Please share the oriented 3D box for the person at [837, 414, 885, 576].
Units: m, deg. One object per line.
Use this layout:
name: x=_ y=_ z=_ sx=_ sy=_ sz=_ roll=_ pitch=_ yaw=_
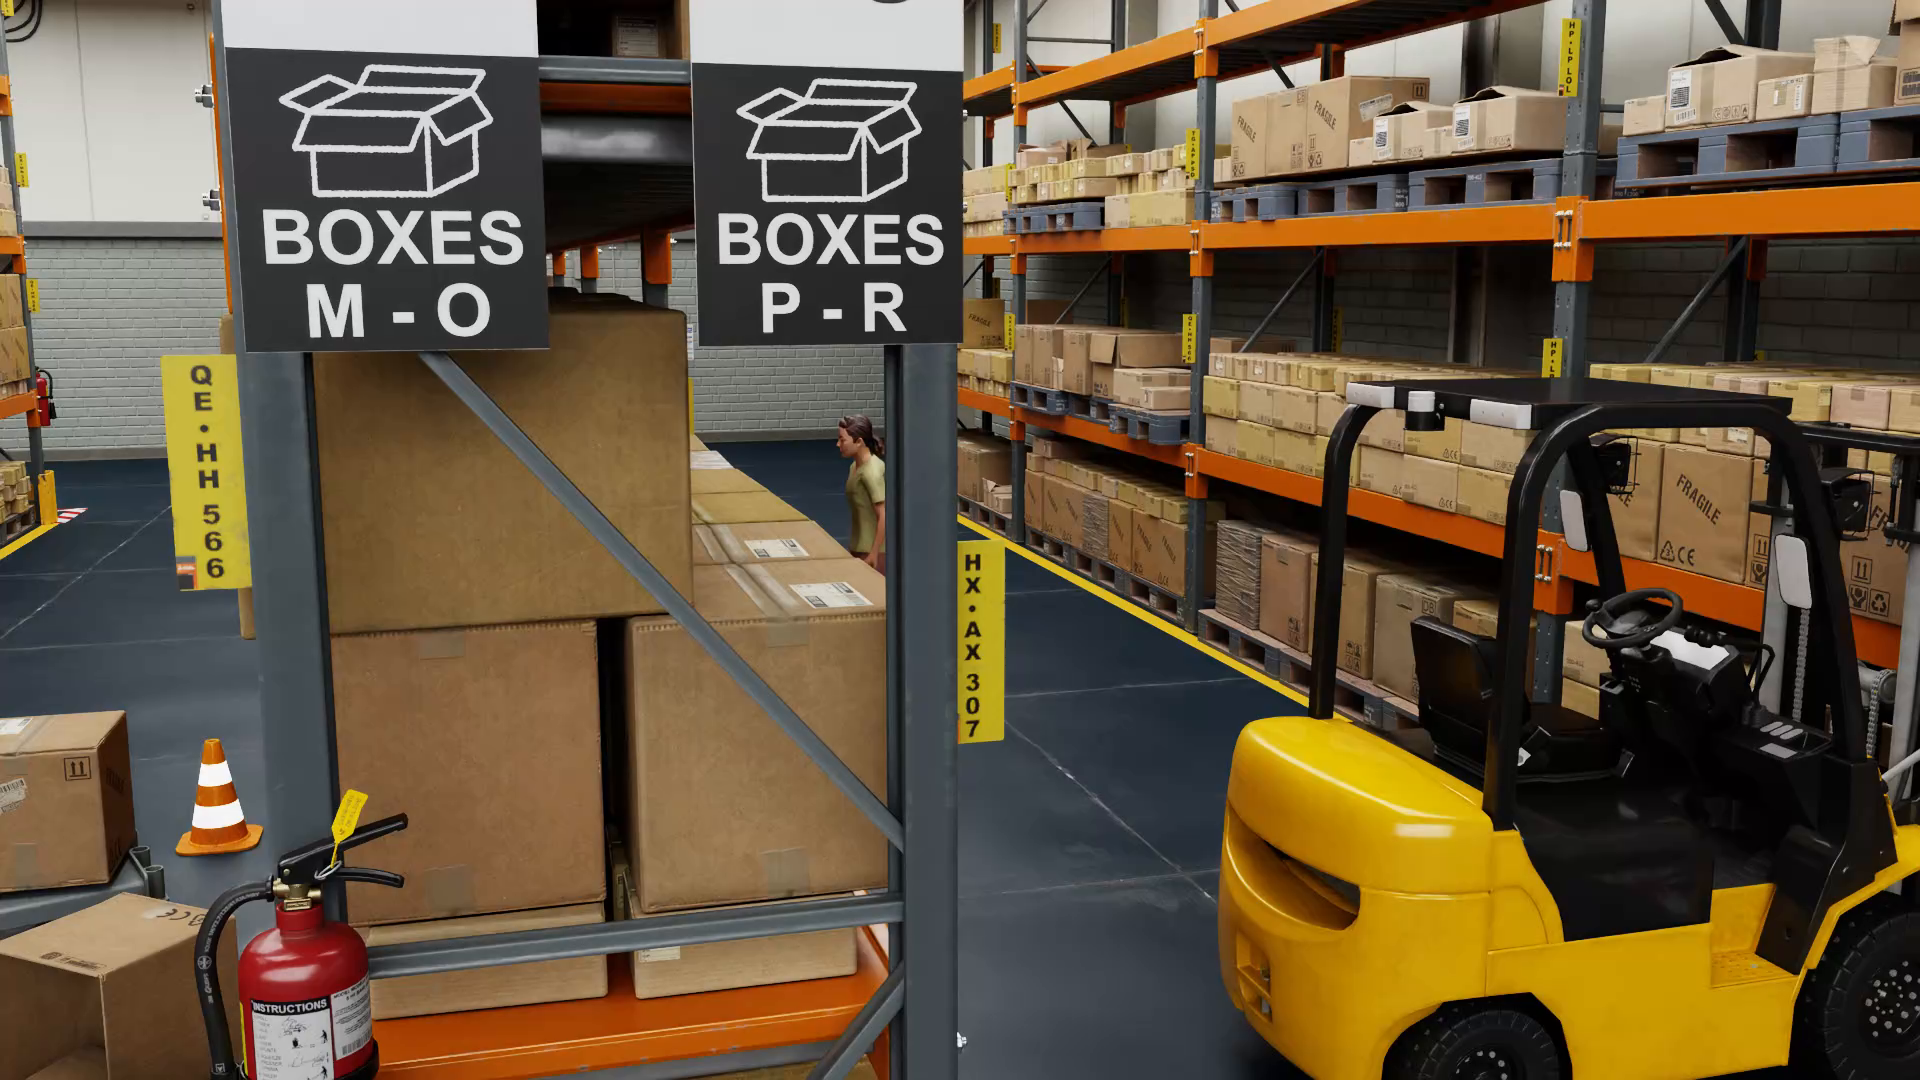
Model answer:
person: x=-0.567 y=0.083 z=9.879 sx=0.359 sy=1.673 sz=0.498 roll=-3 pitch=10 yaw=-16
